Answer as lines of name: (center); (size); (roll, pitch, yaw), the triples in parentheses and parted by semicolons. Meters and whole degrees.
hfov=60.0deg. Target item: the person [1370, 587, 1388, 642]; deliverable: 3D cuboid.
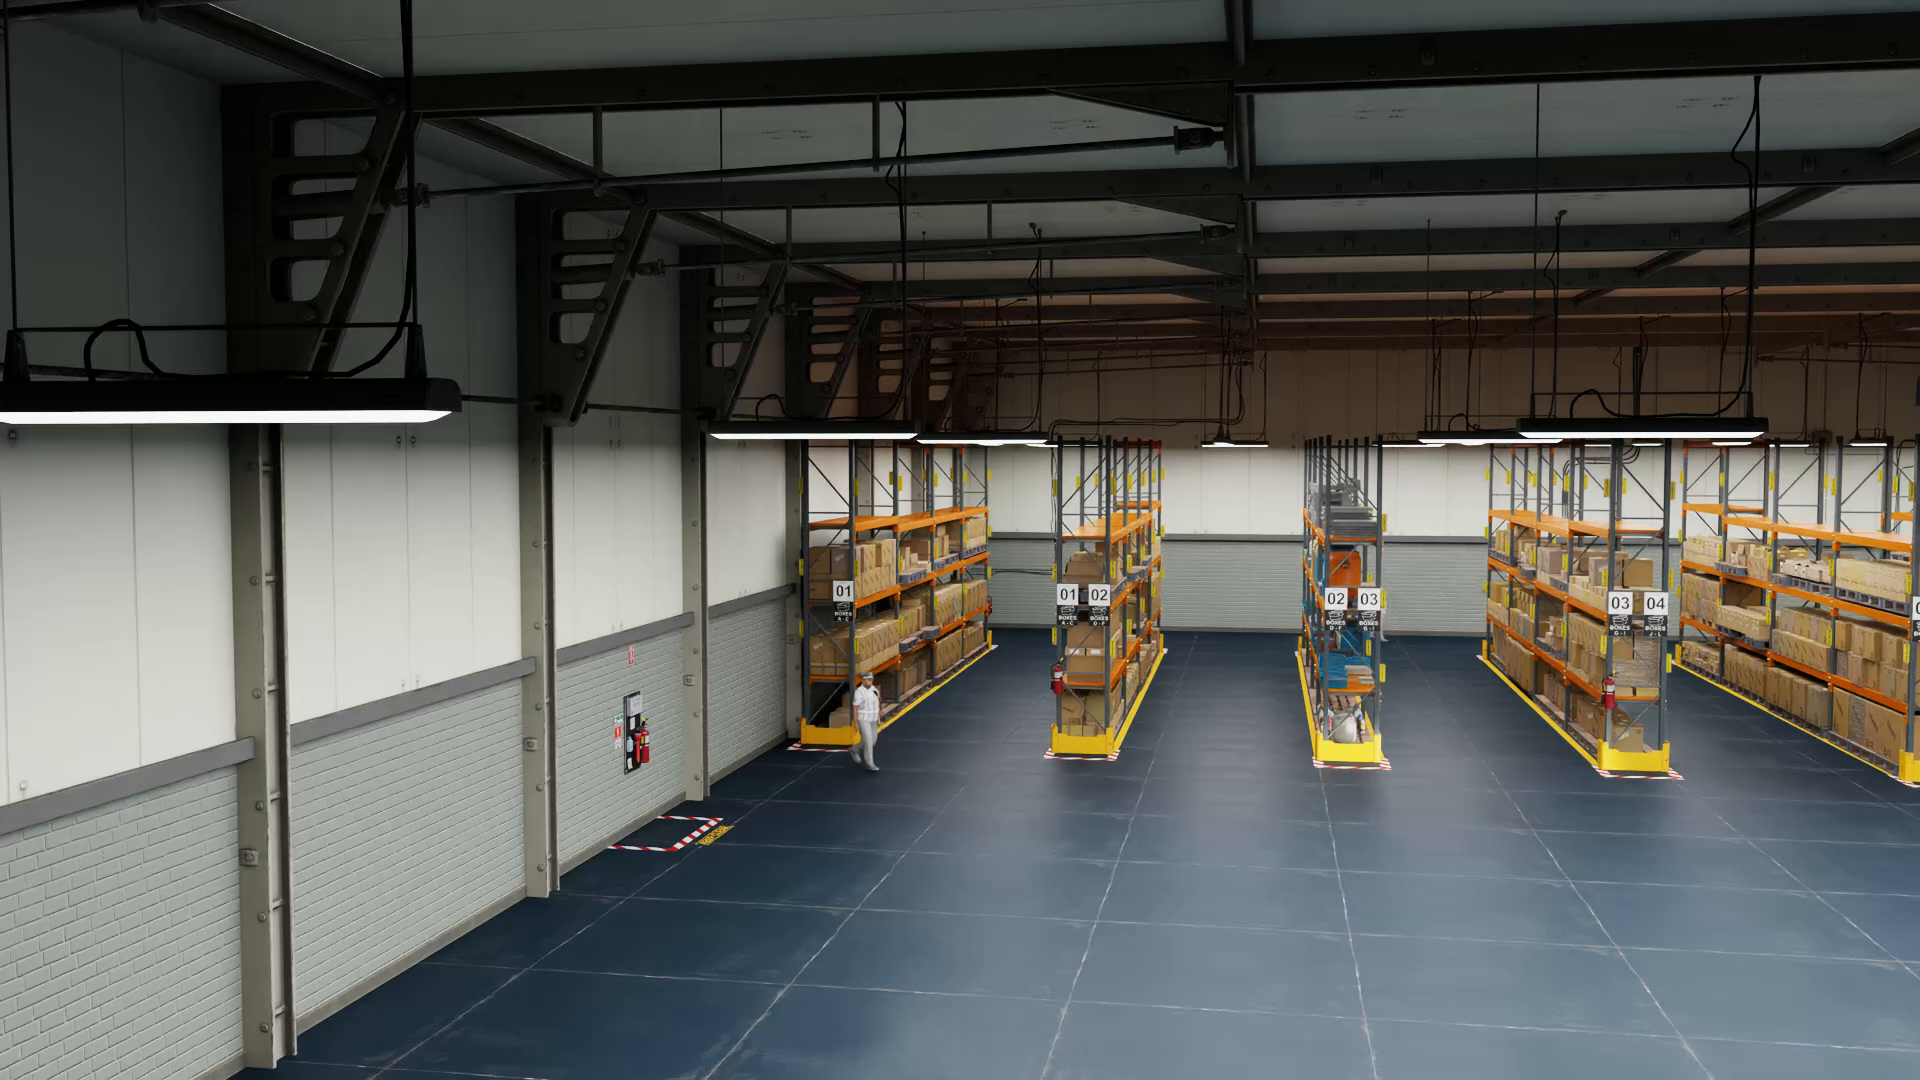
person: (12.559, 2.202, 49.961); (0.510, 1.636, 0.856); (-2, 4, -29)

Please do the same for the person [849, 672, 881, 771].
person: (-1.679, 3.223, 29.923); (0.851, 1.732, 0.589); (3, 4, 40)
